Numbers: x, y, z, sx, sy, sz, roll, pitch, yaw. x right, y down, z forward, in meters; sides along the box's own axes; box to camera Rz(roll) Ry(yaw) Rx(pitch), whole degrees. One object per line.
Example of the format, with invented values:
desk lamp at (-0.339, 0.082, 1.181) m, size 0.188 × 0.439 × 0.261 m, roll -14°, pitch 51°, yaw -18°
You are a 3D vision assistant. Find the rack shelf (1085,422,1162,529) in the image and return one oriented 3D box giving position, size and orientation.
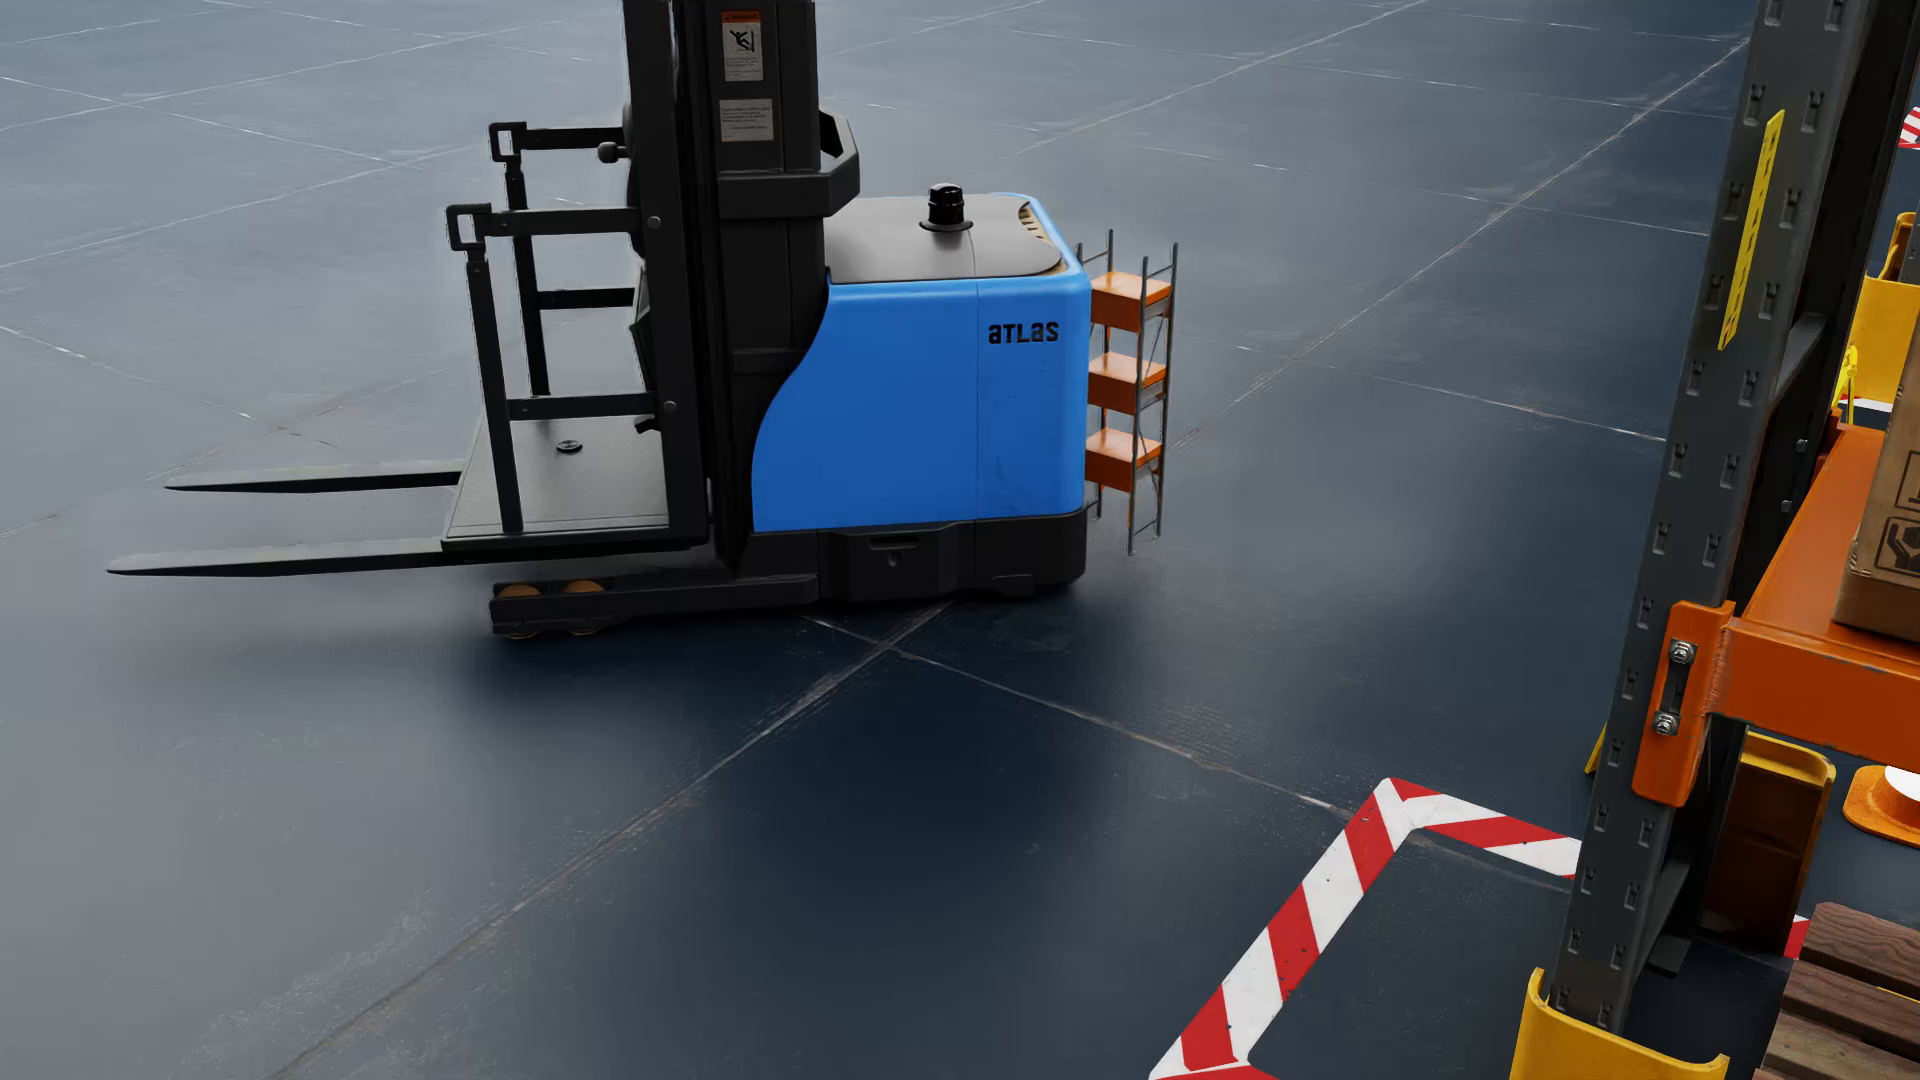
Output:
rack shelf at (0.536, -0.223, 5.666) m, size 0.240 × 0.259 × 0.215 m, roll 19°, pitch 33°, yaw 33°

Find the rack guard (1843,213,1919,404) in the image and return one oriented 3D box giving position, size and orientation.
rack guard at (4.120, -1.019, 7.201) m, size 0.348 × 0.500 × 1.175 m, roll 17°, pitch 32°, yaw 30°

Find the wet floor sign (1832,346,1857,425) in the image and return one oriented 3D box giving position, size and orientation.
wet floor sign at (2.994, -0.345, 5.716) m, size 0.232 × 0.644 × 0.267 m, roll 12°, pitch 29°, yaw 22°

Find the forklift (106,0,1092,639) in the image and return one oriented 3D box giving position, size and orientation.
forklift at (-1.150, -1.254, 4.983) m, size 3.031 × 2.935 × 1.130 m, roll -3°, pitch 27°, yaw -7°

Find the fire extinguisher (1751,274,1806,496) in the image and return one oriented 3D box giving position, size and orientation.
fire extinguisher at (1.587, -0.417, 3.348) m, size 0.183 × 0.674 × 0.296 m, roll 17°, pitch 32°, yaw 30°

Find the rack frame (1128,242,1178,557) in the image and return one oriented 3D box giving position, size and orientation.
rack frame at (0.633, -0.446, 5.469) m, size 0.008 × 1.050 × 0.200 m, roll 19°, pitch 33°, yaw 33°

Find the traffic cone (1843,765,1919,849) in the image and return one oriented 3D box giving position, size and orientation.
traffic cone at (2.505, 0.508, 4.241) m, size 0.334 × 0.463 × 0.336 m, roll 17°, pitch 32°, yaw 30°

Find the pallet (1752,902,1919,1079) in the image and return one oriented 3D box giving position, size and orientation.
pallet at (2.132, 1.234, 3.093) m, size 1.213 × 0.211 × 1.003 m, roll 17°, pitch 32°, yaw 30°

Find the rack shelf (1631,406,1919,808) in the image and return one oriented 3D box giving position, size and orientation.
rack shelf at (3.069, 0.584, 2.089) m, size 4.000 × 0.370 × 1.077 m, roll 17°, pitch 32°, yaw 30°

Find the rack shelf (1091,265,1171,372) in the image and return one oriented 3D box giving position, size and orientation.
rack shelf at (0.536, -0.723, 5.412) m, size 0.240 × 0.259 × 0.215 m, roll 19°, pitch 33°, yaw 33°

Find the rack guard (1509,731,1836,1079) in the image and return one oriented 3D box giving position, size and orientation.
rack guard at (1.483, 0.883, 3.463) m, size 0.348 × 0.500 × 1.175 m, roll 17°, pitch 32°, yaw 30°

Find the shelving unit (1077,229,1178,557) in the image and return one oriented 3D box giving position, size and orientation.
shelving unit at (0.536, -0.480, 5.535) m, size 0.252 × 1.050 × 0.215 m, roll 19°, pitch 33°, yaw 33°

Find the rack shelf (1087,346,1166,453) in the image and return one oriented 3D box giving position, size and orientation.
rack shelf at (0.536, -0.470, 5.540) m, size 0.240 × 0.259 × 0.215 m, roll 19°, pitch 33°, yaw 33°

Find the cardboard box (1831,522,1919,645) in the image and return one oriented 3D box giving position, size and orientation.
cardboard box at (1.583, 0.026, 2.668) m, size 0.250 × 0.149 × 0.380 m, roll 17°, pitch 32°, yaw 31°

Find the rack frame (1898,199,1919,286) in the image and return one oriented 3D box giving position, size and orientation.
rack frame at (4.139, -2.127, 6.622) m, size 0.127 × 3.000 × 1.000 m, roll 17°, pitch 32°, yaw 30°

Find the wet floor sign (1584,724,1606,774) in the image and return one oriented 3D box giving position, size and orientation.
wet floor sign at (1.869, 0.350, 4.350) m, size 0.267 × 0.644 × 0.232 m, roll -18°, pitch 32°, yaw -31°

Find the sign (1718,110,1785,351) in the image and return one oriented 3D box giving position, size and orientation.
sign at (1.113, -0.433, 2.340) m, size 0.005 × 0.325 × 0.100 m, roll 17°, pitch 32°, yaw 30°

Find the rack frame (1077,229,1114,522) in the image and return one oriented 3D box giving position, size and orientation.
rack frame at (0.439, -0.514, 5.602) m, size 0.008 × 1.050 × 0.200 m, roll 19°, pitch 33°, yaw 33°

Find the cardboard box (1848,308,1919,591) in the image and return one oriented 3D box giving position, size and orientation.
cardboard box at (1.654, -0.202, 2.402) m, size 0.500 × 0.500 × 0.500 m, roll 17°, pitch 31°, yaw 30°

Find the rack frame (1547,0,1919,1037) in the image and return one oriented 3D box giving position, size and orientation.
rack frame at (1.420, -0.250, 2.935) m, size 0.127 × 3.000 × 1.000 m, roll 17°, pitch 32°, yaw 30°
